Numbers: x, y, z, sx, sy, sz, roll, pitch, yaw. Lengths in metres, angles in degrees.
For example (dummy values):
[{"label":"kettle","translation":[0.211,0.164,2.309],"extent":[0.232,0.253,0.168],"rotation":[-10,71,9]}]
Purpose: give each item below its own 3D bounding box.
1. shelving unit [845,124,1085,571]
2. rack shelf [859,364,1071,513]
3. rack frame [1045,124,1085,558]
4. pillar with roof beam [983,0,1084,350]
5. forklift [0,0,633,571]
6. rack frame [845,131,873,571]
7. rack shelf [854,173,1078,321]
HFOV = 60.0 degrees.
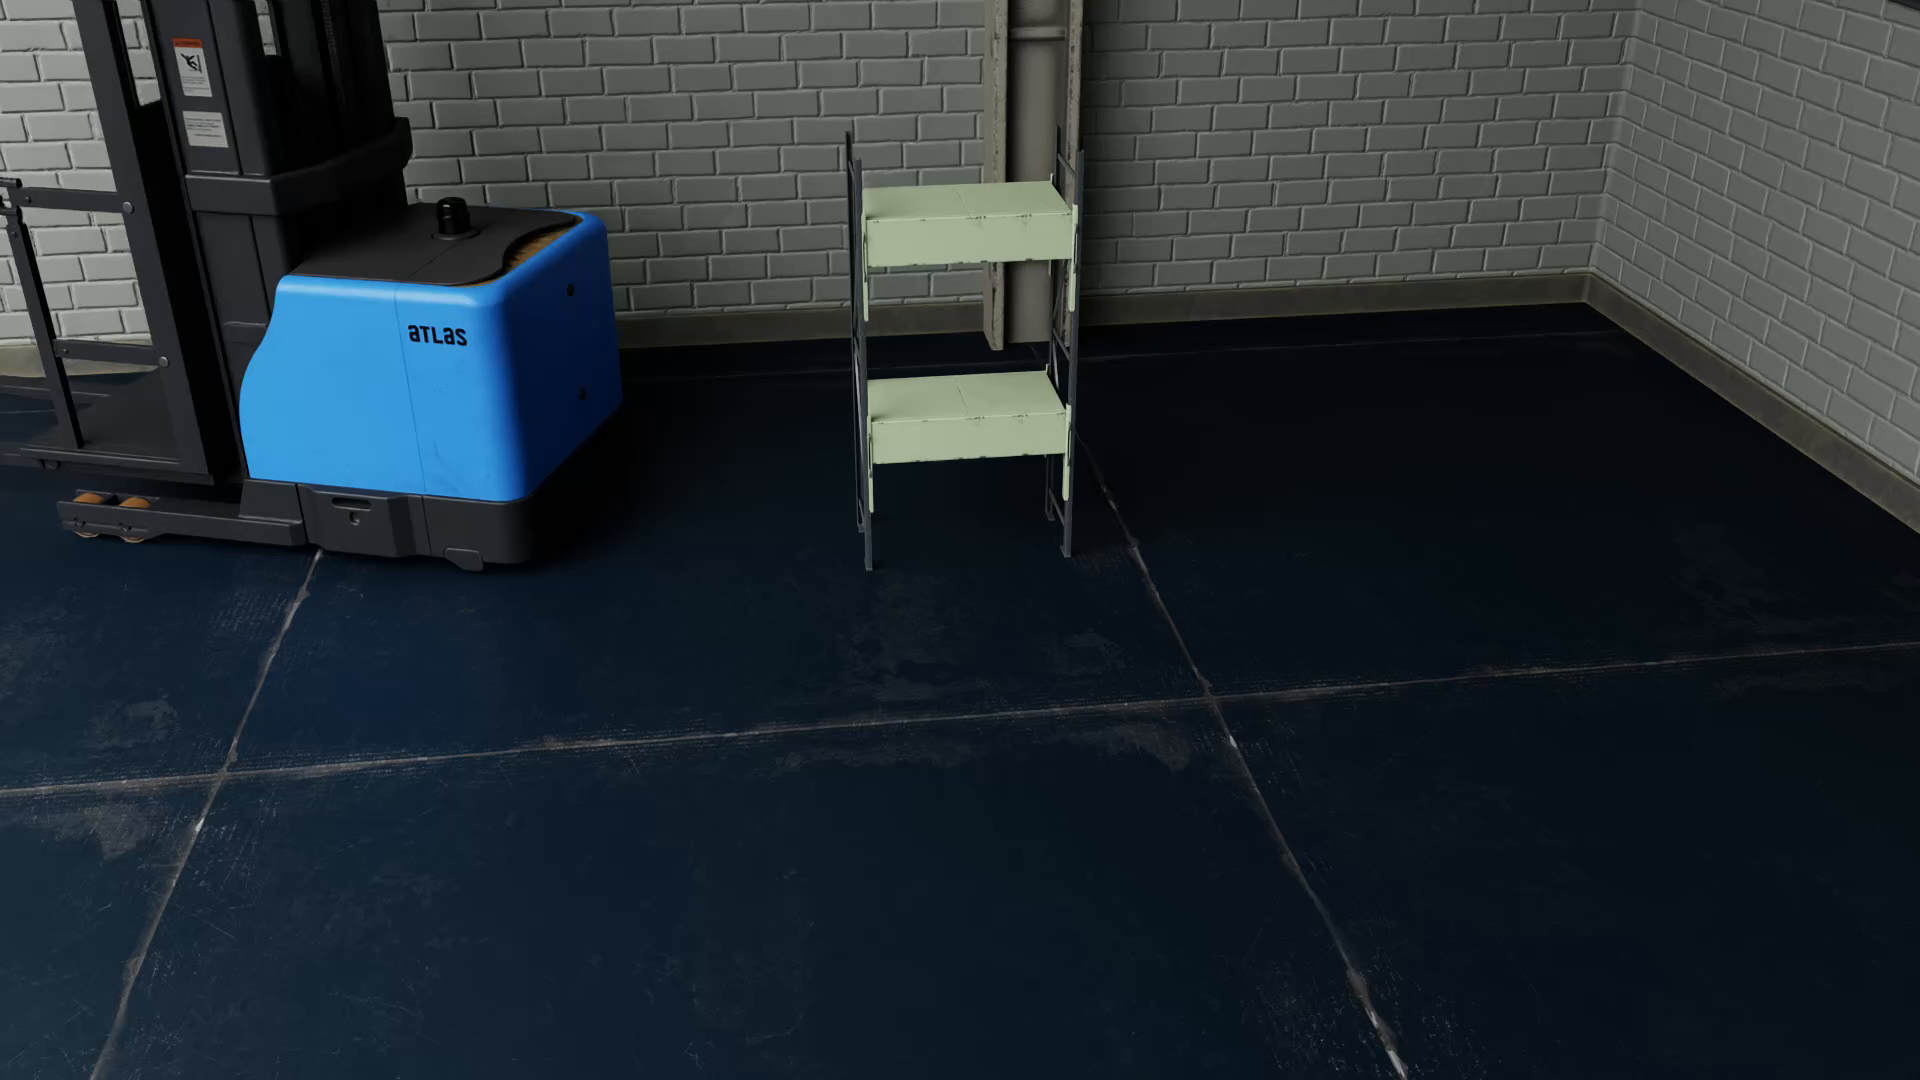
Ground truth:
[{"label":"shelving unit","translation":[0.007,-0.668,5.908],"extent":[0.755,1.500,0.431],"rotation":[-4,27,-7]},{"label":"rack shelf","translation":[0.007,-0.378,6.057],"extent":[0.720,0.370,0.431],"rotation":[-4,27,-7]},{"label":"rack frame","translation":[0.369,-0.691,5.954],"extent":[0.023,1.500,0.400],"rotation":[-4,27,-7]},{"label":"pillar with roof beam","translation":[0.931,-3.056,2.349],"extent":[0.400,9.000,9.100],"rotation":[-4,27,-7]},{"label":"forklift","translation":[-2.900,-1.522,6.005],"extent":[3.031,2.935,1.130],"rotation":[5,28,11]},{"label":"rack frame","translation":[-0.356,-0.644,5.863],"extent":[0.023,1.500,0.400],"rotation":[-4,27,-7]},{"label":"rack shelf","translation":[0.007,-1.015,5.730],"extent":[0.720,0.370,0.431],"rotation":[-4,27,-7]}]
